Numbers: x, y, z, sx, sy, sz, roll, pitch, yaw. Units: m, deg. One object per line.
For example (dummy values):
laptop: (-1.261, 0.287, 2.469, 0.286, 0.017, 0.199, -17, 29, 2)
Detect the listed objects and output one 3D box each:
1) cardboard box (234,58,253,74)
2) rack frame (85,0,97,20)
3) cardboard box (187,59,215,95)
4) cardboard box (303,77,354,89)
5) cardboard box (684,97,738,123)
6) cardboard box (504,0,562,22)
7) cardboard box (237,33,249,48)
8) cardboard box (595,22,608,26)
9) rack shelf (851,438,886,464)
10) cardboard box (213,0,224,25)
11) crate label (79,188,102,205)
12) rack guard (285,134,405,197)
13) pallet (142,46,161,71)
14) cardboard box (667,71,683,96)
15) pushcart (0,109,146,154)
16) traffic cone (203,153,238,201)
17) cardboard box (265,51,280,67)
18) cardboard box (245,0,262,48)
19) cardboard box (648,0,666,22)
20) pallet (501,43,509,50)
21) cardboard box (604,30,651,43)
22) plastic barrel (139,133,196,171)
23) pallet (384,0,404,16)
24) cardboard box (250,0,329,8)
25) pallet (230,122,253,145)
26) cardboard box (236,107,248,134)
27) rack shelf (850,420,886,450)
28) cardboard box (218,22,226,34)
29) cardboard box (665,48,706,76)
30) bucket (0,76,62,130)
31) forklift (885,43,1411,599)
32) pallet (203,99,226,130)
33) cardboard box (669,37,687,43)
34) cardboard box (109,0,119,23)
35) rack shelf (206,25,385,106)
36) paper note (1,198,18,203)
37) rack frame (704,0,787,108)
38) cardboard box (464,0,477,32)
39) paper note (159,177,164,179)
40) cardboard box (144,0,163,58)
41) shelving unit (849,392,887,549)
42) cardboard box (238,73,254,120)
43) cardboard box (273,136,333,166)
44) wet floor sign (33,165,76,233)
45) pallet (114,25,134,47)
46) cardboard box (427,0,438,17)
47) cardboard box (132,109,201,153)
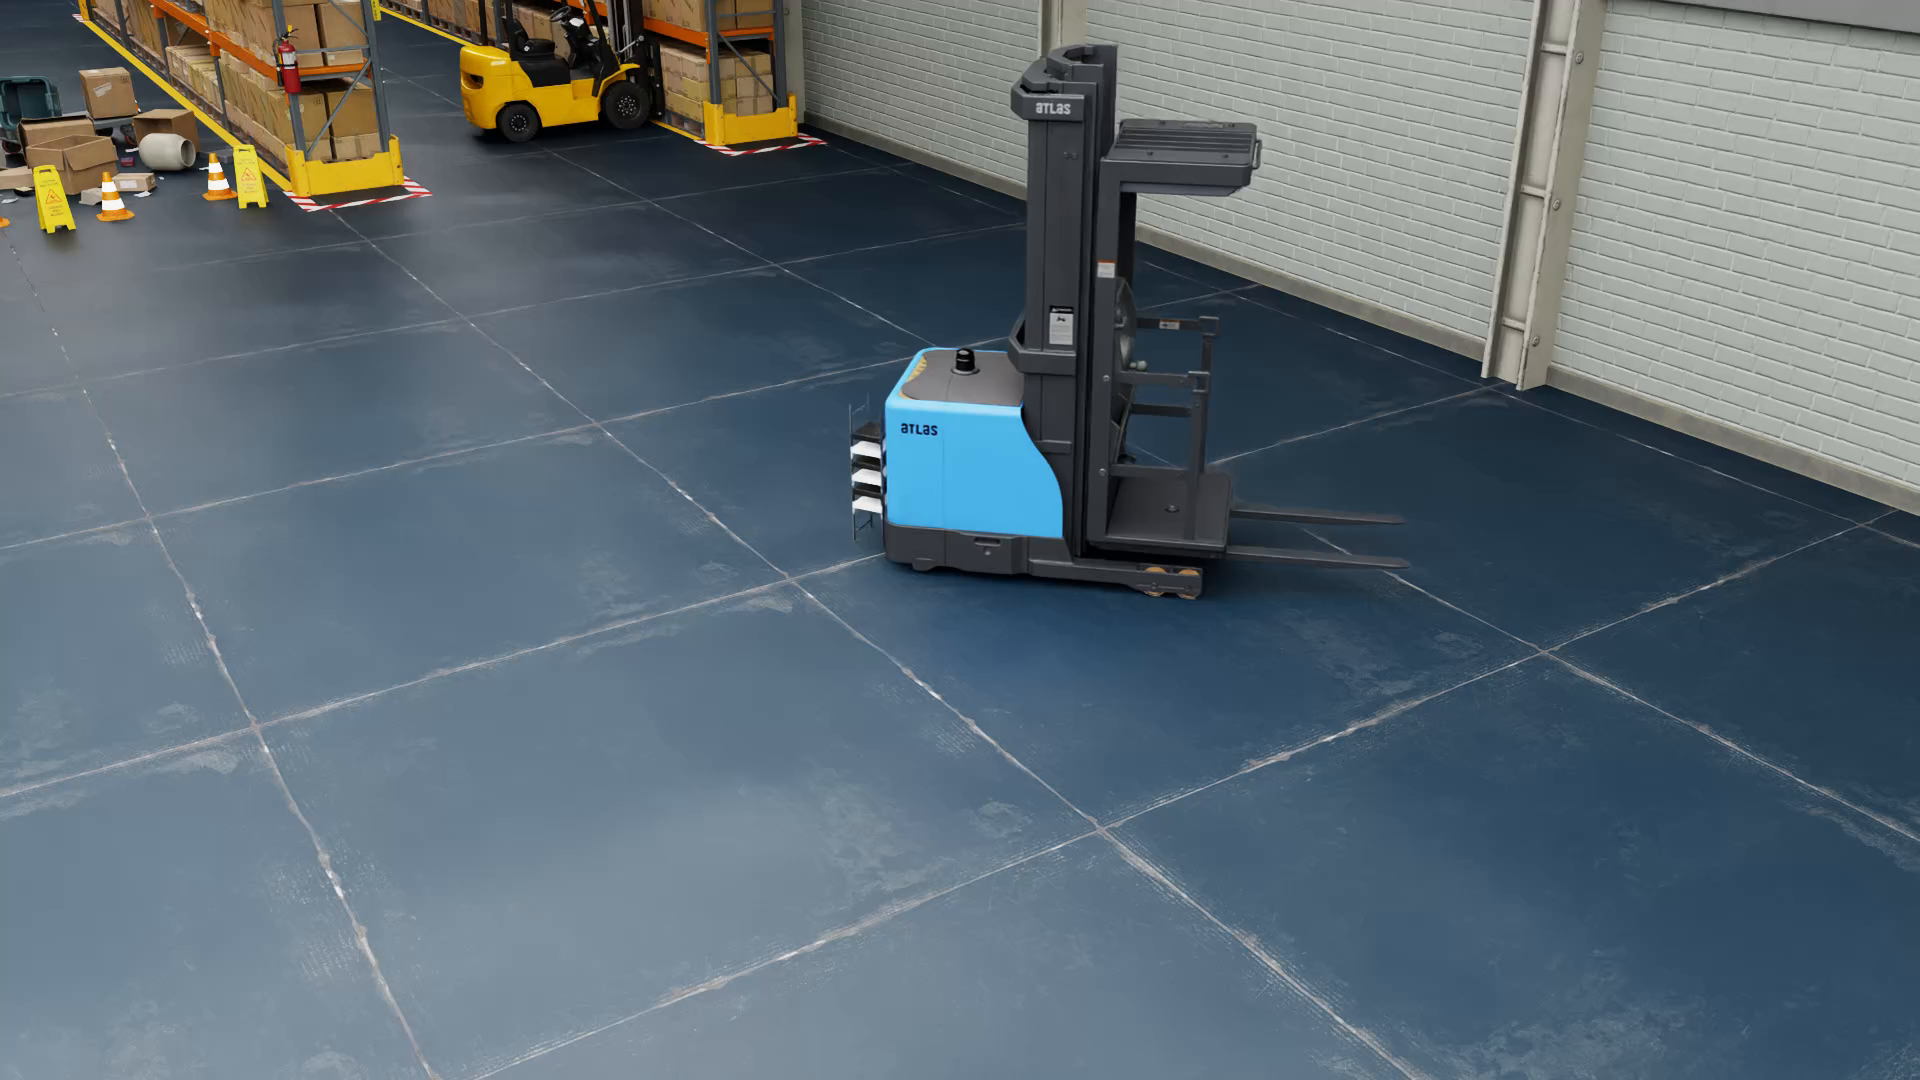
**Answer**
cardboard box: (-8.430, -5.671, 19.841, 0.380, 0.149, 0.250, -14, 29, -27)
rack frame: (-15.526, -10.996, 30.030, 1.000, 3.000, 0.127, -16, 29, -30)
cardboard box: (-10.040, -6.397, 22.874, 0.950, 0.372, 0.625, -14, 29, -28)
cardboard box: (-7.303, -5.106, 19.404, 0.500, 0.500, 0.500, -17, 30, -31)
cardboard box: (-3.156, -5.472, 21.057, 0.500, 0.250, 0.500, -15, 29, -29)
cardboard box: (-6.673, -8.183, 26.359, 0.875, 0.625, 0.625, -15, 29, -28)
cardboard box: (-8.221, -5.860, 19.443, 0.380, 0.149, 0.250, -16, 29, -30)
cardboard box: (-5.113, -7.162, 24.198, 0.875, 0.625, 0.625, -14, 29, -27)
rack shelf: (-0.509, -0.550, 10.018, 0.200, 0.077, 0.258, 11, 28, 23)
cardboard box: (-8.675, -6.487, 20.013, 0.500, 0.500, 0.500, -16, 29, -30)
crate label: (-9.333, -3.718, 17.966, 0.298, 0.136, 0.250, 12, 28, 24)
rack guard: (-6.833, -4.170, 18.498, 1.175, 0.500, 0.348, -16, 29, -30)
pallet: (-12.188, -7.609, 26.122, 1.003, 0.211, 1.213, -16, 29, -30)
cardboard box: (-3.427, -5.887, 21.350, 0.500, 0.250, 0.500, -16, 30, -30)
pushcart: (-10.858, -4.969, 20.334, 0.936, 0.377, 1.648, 18, 31, 33)
traffic cone: (-8.107, -3.979, 18.137, 0.336, 0.463, 0.334, -16, 29, -30)
cardboard box: (-7.406, -5.308, 18.275, 0.380, 0.149, 0.250, -16, 30, -30)
cardboard box: (-7.588, -5.763, 18.479, 0.500, 0.500, 0.500, -15, 29, -29)
cardboard box: (-3.679, -6.962, 21.368, 0.500, 0.500, 0.500, -16, 30, -31)
pallet: (-6.585, -7.728, 26.374, 1.003, 0.211, 1.213, -16, 29, -30)
cardboard box: (-4.547, -6.829, 22.761, 0.500, 0.250, 0.500, -15, 29, -29)
plastic barrel: (-9.188, -4.494, 19.274, 0.512, 0.421, 0.421, 3, 25, 6)
pallet: (-10.230, -10.145, 31.494, 1.003, 0.211, 1.213, -16, 29, -30)
cardboard box: (-7.253, -6.037, 17.888, 0.700, 0.500, 0.500, -16, 30, -31)
pallet: (-8.579, -5.211, 21.041, 1.003, 0.211, 1.213, -16, 29, -30)
cardboard box: (-8.579, -5.188, 20.456, 0.500, 0.250, 0.500, -14, 29, -27)
rack shelf: (-0.509, -0.632, 9.980, 0.200, 0.077, 0.258, 11, 28, 23)
cardboard box: (-8.891, -6.325, 20.428, 0.380, 0.149, 0.250, -15, 29, -28)
cardboard box: (-3.431, -6.103, 21.223, 0.500, 0.250, 0.500, -15, 29, -29)
bucket: (-11.061, -5.210, 19.827, 0.726, 0.611, 0.620, -6, 16, -12)
forklift: (1.127, -1.234, 9.430, 3.031, 2.935, 1.130, 5, 26, 10)
pallet: (-9.401, -5.721, 22.122, 1.003, 0.211, 1.213, -16, 29, -30)
cardboard box: (-3.552, -6.590, 22.254, 0.500, 0.250, 0.500, -16, 30, -31)
cardboard box: (-14.084, -9.166, 28.663, 0.875, 0.438, 0.875, -17, 30, -31)
rack shelf: (-7.883, -5.663, 19.576, 1.077, 0.370, 4.000, -16, 29, -30)
paper note: (-10.295, -3.682, 18.016, 0.144, 0.017, 0.142, -6, 26, -12)
rack frame: (-2.635, -6.431, 20.360, 1.000, 3.000, 0.127, -16, 29, -30)
cardboard box: (-7.965, -8.822, 27.859, 0.500, 0.500, 0.500, -14, 29, -27)
paper note: (-9.127, -4.138, 19.004, 0.032, 0.001, 0.123, -16, 29, -30)
cardboard box: (-11.950, -7.950, 25.574, 0.875, 0.875, 0.875, -15, 29, -29)
shelving unit: (-0.509, -0.418, 10.081, 0.210, 0.900, 0.258, 11, 28, 23)
cardboard box: (-8.296, -5.341, 19.901, 0.500, 0.500, 0.500, -14, 29, -27)
cardboard box: (-7.471, -4.455, 18.902, 0.500, 0.250, 0.500, -16, 29, -30)
wet floor sign: (-9.209, -3.470, 16.845, 0.267, 0.644, 0.232, -22, 33, -38)
pallet: (-13.692, -8.595, 28.209, 1.003, 0.211, 1.213, -16, 29, -30)
cardboard box: (-9.110, -9.558, 29.419, 0.500, 0.500, 0.500, -14, 29, -27)
cardboard box: (-9.530, -4.874, 19.987, 0.500, 0.500, 0.500, 3, 25, 6)
